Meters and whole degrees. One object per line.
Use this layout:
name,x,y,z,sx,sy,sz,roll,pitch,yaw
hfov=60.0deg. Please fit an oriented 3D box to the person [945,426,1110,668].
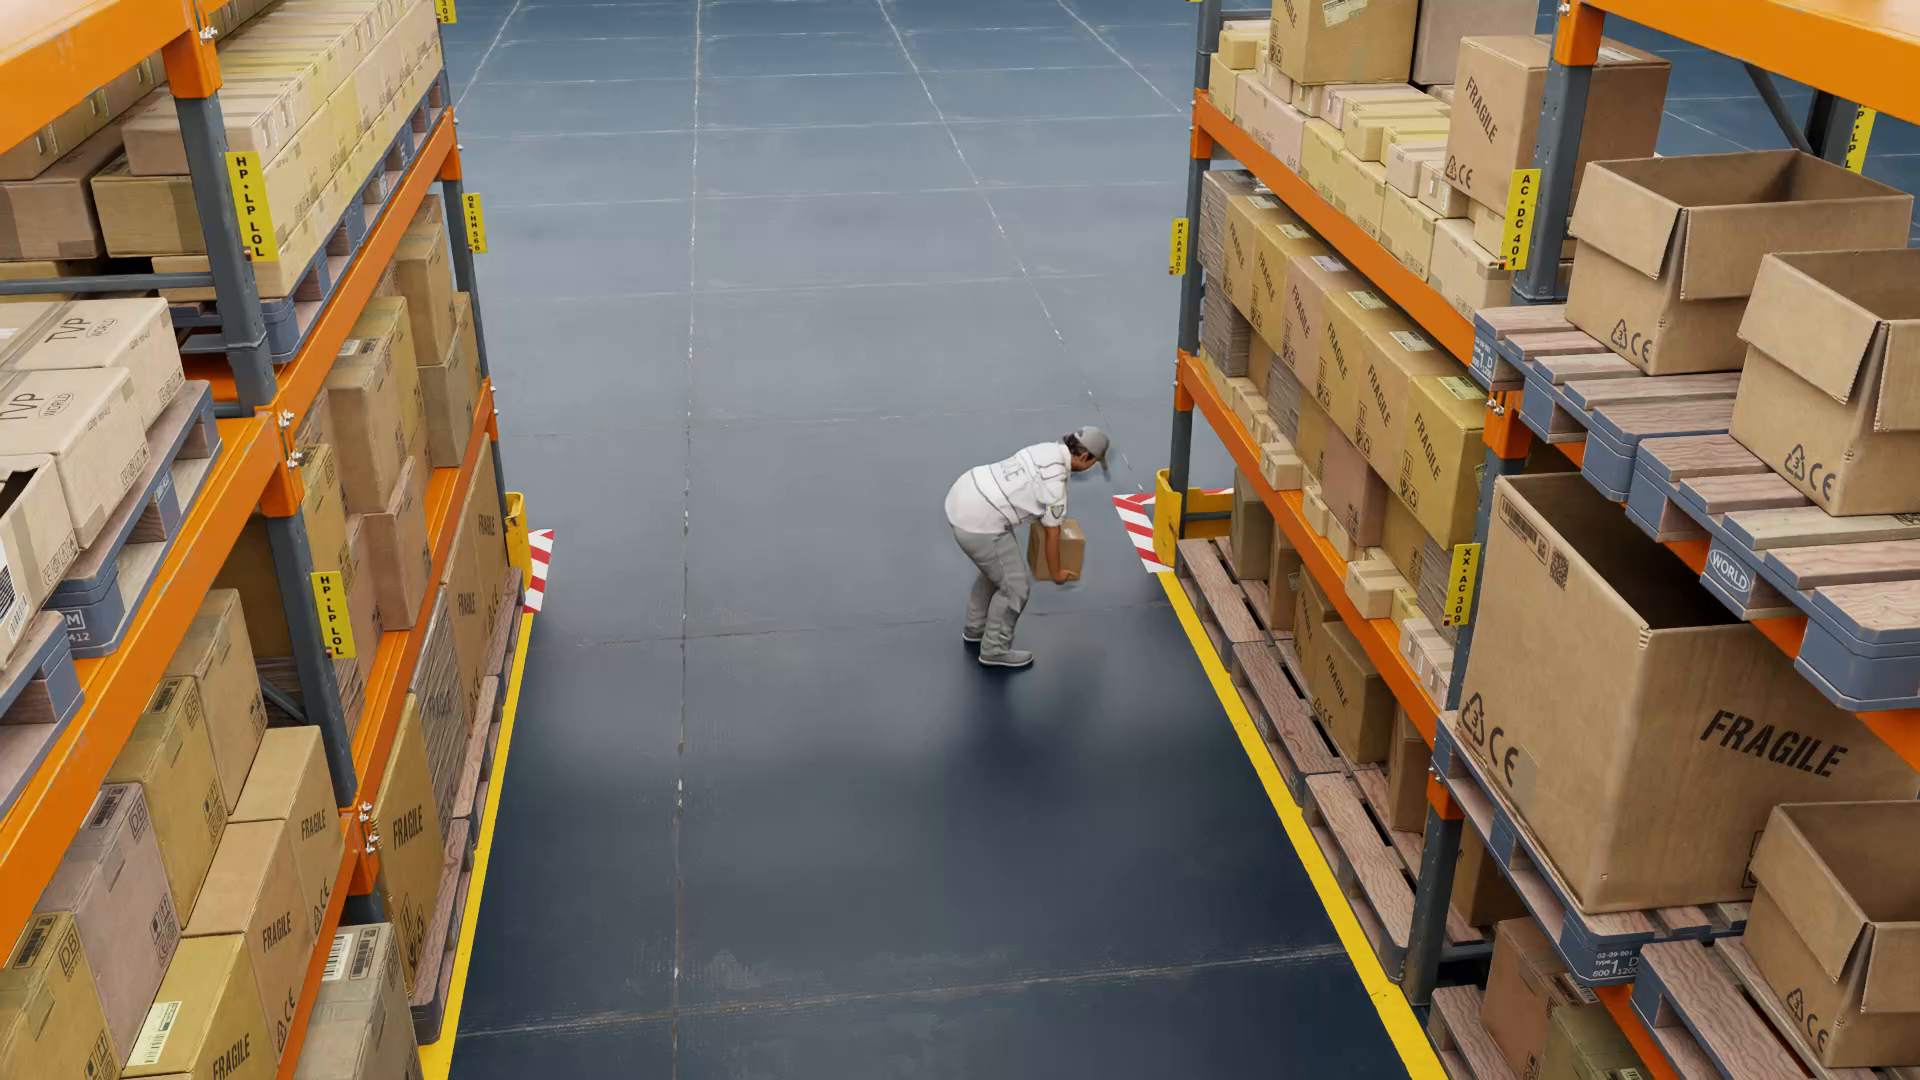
person,0.360,0.020,8.960,0.875,1.322,0.453,-4,28,-8
